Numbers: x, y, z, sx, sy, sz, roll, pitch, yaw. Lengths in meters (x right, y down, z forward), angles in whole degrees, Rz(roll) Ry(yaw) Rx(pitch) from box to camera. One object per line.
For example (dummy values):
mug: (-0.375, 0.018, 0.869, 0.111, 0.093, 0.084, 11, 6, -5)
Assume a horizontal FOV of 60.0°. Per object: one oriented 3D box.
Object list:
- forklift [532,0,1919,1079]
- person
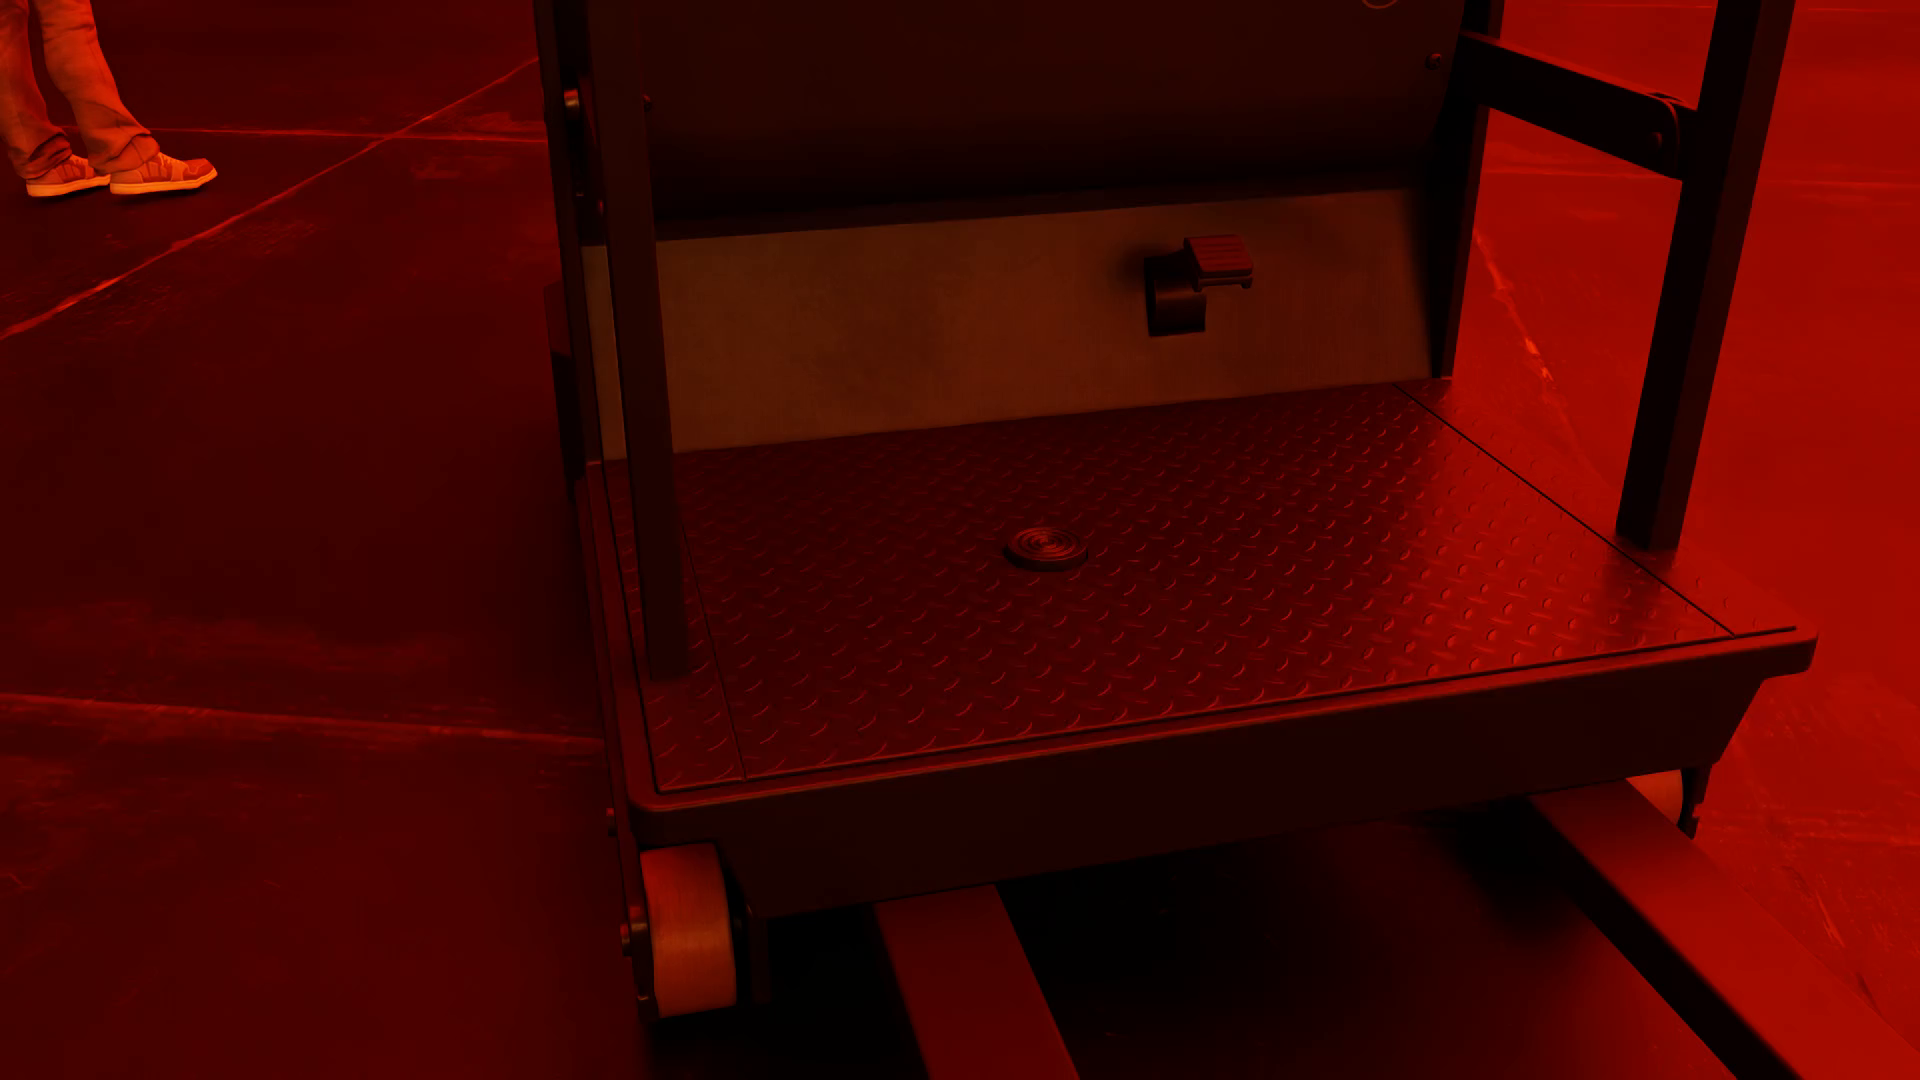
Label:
forklift: (0.153, -1.049, 1.319, 1.130, 2.935, 3.031, -7, 27, -13)
person: (-2.261, -1.612, 3.935, 0.519, 1.593, 0.473, 15, 30, 27)
